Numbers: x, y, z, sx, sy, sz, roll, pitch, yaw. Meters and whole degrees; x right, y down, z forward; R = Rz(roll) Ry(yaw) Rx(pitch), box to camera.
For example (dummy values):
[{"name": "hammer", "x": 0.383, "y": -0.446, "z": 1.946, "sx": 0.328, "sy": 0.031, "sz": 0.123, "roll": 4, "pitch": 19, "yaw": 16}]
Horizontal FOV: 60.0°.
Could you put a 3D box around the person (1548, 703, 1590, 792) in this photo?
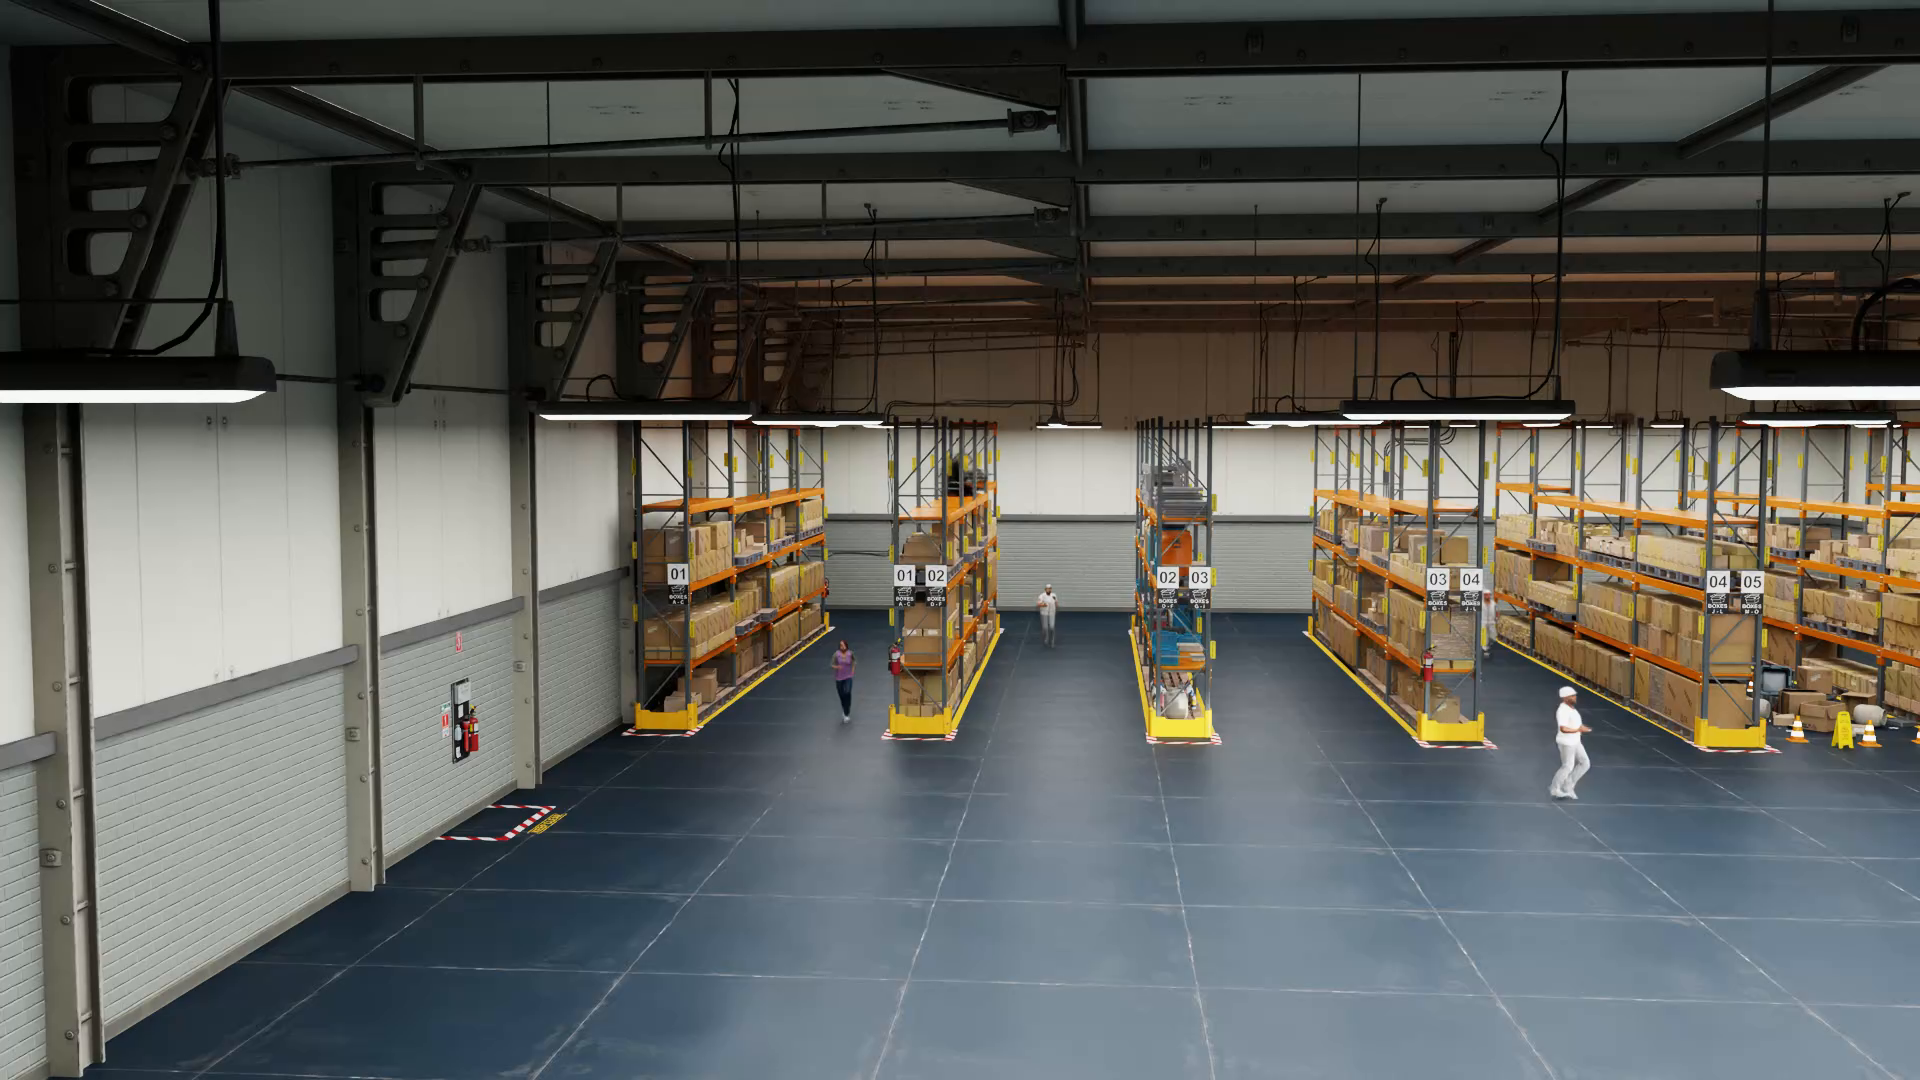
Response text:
[{"name": "person", "x": 9.451, "y": 3.231, "z": 25.811, "sx": 0.582, "sy": 1.403, "sz": 0.442, "roll": 3, "pitch": 5, "yaw": 36}]

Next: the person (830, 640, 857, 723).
[{"name": "person", "x": -2.318, "y": 2.783, "z": 33.012, "sx": 0.512, "sy": 1.638, "sz": 0.807, "roll": 0, "pitch": 4, "yaw": 2}]

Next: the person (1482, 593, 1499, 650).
[{"name": "person", "x": 13.257, "y": 2.037, "z": 41.773, "sx": 0.636, "sy": 1.474, "sz": 0.451, "roll": 0, "pitch": 4, "yaw": 7}]

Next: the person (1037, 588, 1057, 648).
[{"name": "person", "x": 2.324, "y": 2.045, "z": 44.189, "sx": 0.572, "sy": 1.699, "sz": 0.723, "roll": 0, "pitch": 4, "yaw": -5}]
